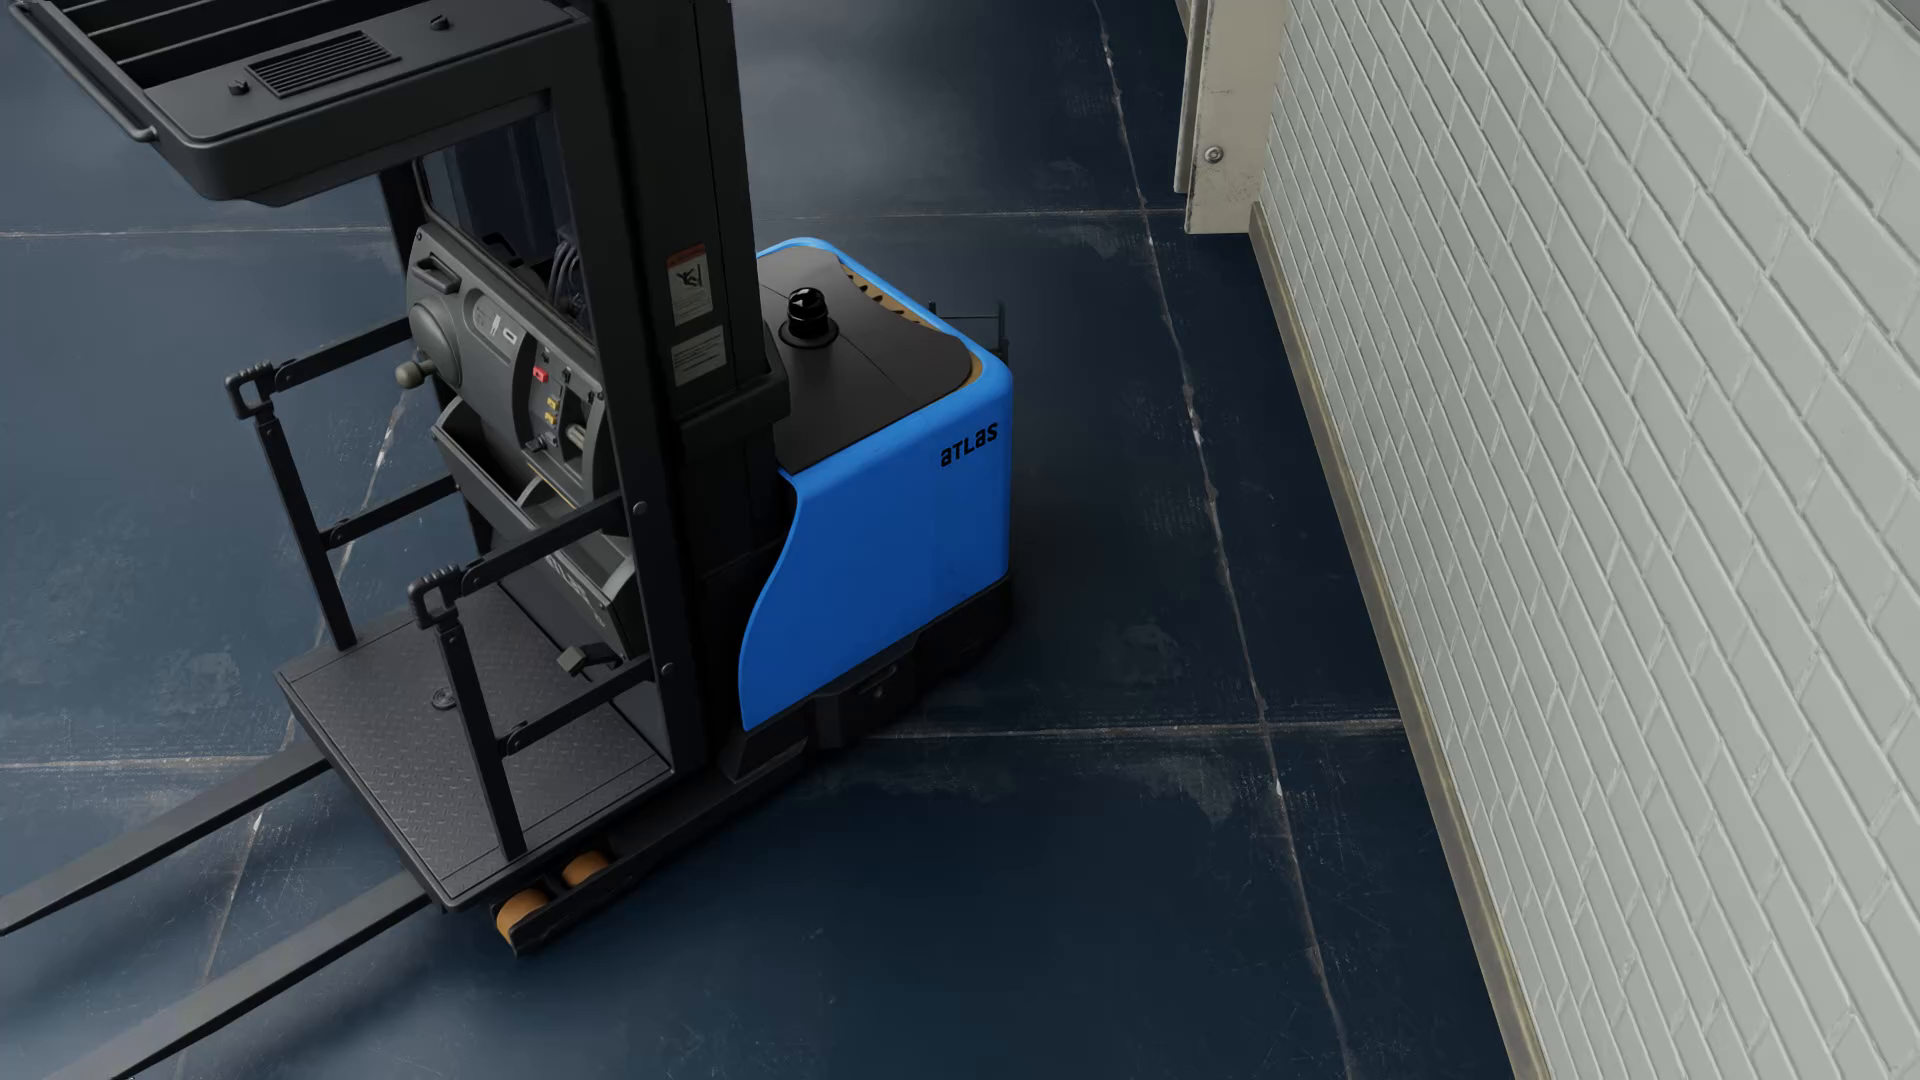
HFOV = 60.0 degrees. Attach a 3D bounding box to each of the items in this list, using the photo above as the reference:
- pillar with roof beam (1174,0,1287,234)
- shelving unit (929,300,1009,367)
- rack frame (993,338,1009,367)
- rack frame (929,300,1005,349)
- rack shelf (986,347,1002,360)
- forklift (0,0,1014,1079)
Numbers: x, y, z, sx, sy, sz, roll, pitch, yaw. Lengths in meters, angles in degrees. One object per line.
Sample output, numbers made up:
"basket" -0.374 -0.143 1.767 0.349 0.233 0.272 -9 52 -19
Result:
"pillar with roof beam" -3.177 -4.658 4.172 9.100 9.000 0.400 -2 43 -2
"shelving unit" 0.026 -0.351 5.467 0.258 0.900 0.210 -1 43 -1
"rack frame" 0.030 -0.283 5.393 0.240 0.900 0.006 -1 43 -1
"rack frame" 0.023 -0.420 5.542 0.240 0.900 0.006 -1 43 -1
"rack shelf" 0.026 -0.526 5.308 0.258 0.077 0.200 -1 43 -1
"forklift" -1.280 -0.371 3.986 3.031 2.935 1.130 -30 50 -29
